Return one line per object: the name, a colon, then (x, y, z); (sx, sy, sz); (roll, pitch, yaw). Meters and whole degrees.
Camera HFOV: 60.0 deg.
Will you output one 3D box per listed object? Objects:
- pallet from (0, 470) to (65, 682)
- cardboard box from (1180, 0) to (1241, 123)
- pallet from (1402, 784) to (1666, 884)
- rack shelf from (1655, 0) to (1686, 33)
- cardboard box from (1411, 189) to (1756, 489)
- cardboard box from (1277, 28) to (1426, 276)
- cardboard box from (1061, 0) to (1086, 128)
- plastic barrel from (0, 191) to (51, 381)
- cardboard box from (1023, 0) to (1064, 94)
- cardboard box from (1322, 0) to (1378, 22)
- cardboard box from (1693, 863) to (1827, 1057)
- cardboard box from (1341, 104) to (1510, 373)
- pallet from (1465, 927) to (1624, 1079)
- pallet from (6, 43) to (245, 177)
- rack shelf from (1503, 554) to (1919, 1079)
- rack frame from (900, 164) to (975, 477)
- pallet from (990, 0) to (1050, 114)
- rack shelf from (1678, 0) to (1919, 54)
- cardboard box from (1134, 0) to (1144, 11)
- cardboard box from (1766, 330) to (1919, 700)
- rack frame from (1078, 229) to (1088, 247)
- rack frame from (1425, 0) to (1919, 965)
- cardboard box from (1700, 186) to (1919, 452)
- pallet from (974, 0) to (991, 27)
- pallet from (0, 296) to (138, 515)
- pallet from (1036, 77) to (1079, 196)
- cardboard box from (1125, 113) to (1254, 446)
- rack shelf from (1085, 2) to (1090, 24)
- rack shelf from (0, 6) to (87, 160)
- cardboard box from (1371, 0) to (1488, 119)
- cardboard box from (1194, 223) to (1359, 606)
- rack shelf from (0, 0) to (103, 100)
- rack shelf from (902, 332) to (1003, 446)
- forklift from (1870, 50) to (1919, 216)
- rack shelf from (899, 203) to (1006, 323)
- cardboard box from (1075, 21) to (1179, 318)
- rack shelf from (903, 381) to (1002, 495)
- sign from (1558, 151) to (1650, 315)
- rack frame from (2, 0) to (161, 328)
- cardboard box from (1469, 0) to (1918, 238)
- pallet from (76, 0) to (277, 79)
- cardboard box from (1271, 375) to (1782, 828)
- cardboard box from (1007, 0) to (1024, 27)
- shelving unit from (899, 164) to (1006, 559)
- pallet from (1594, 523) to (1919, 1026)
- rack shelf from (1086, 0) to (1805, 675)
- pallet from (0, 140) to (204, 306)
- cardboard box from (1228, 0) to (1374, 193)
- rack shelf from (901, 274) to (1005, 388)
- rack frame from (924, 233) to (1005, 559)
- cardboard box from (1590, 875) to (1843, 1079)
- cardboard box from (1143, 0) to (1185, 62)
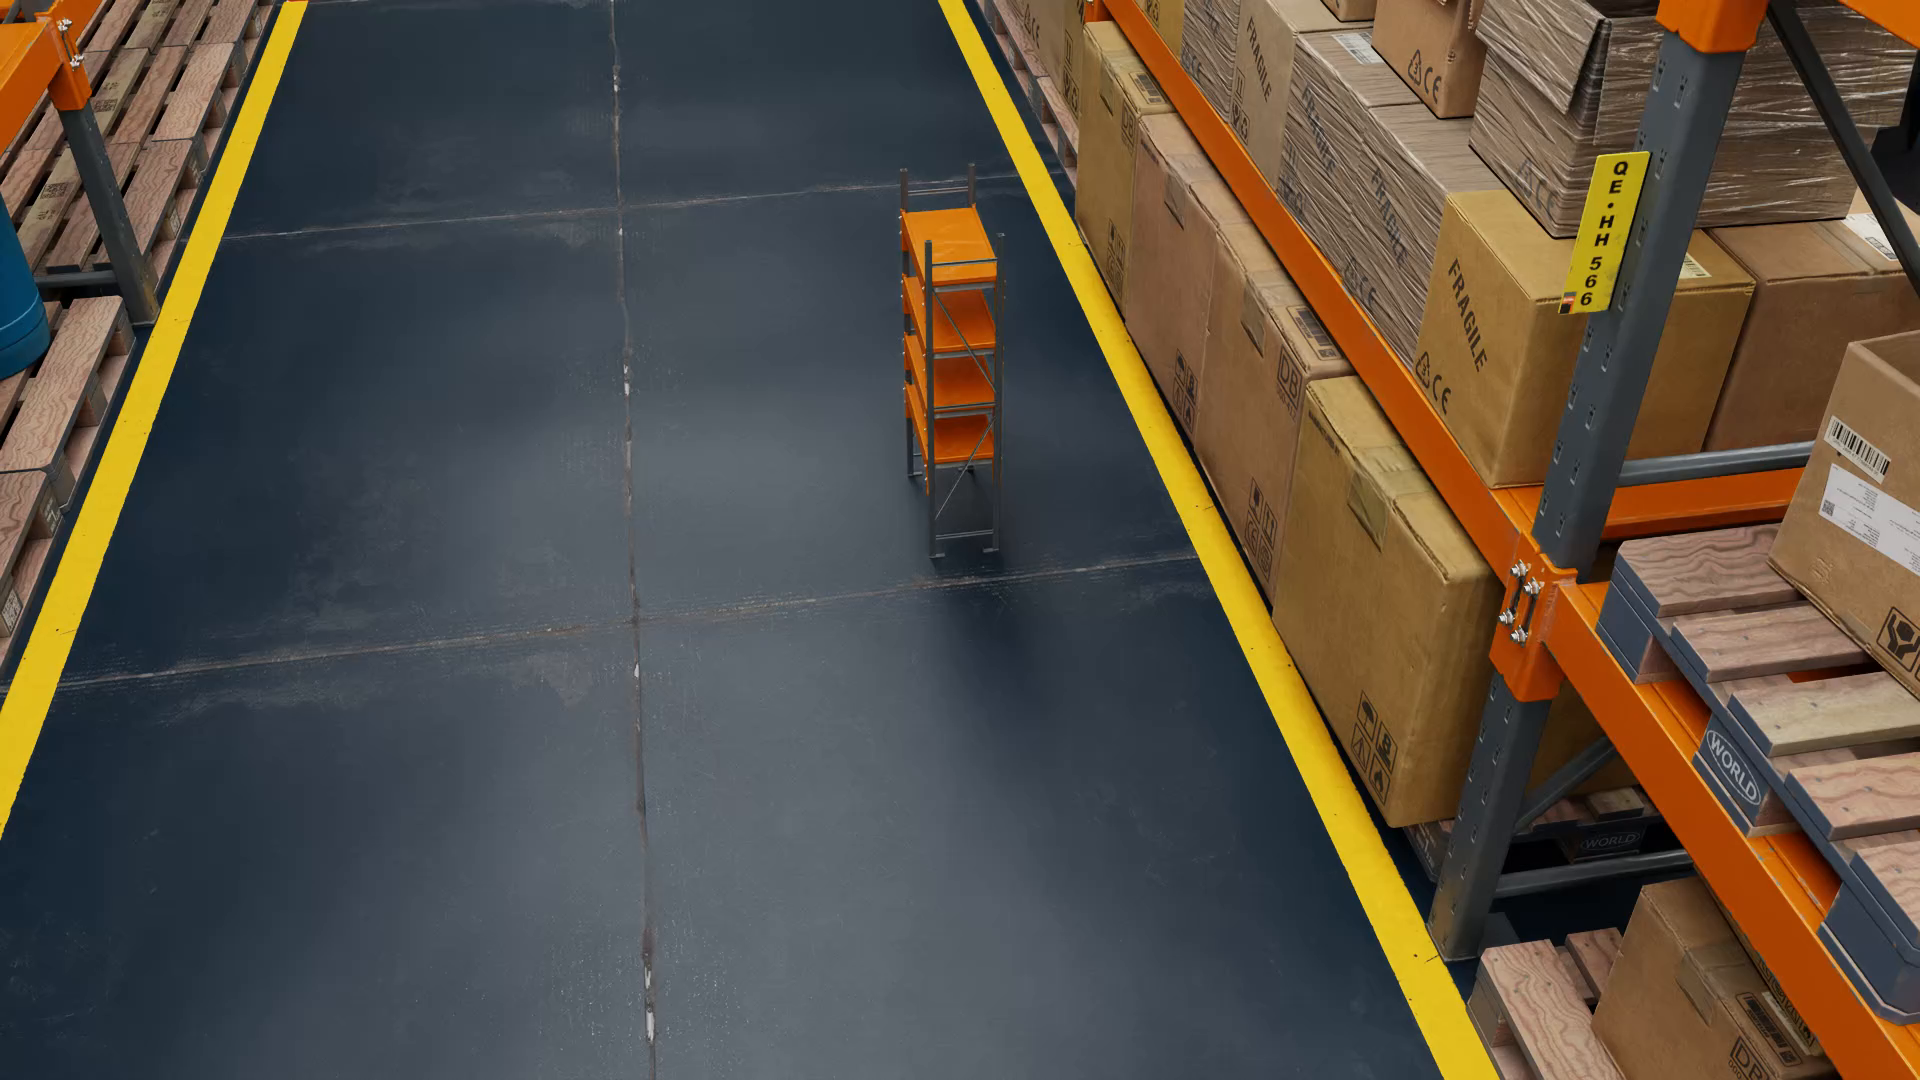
pallet: (-3.526, 0.257, 5.248); (1.003, 0.211, 1.213); (-6, 38, -8)
cardboard box: (1.050, -1.715, 5.431); (0.500, 0.500, 0.500); (-7, 38, -9)
pallet: (1.676, 0.447, 5.003); (1.003, 0.211, 1.213); (-6, 38, -8)
rack shelf: (1.389, -2.279, 4.380); (1.077, 0.370, 4.000); (-6, 38, -8)
cardboard box: (1.410, -0.481, 3.843); (0.500, 0.500, 0.500); (-5, 38, -7)
cardboard box: (1.234, -1.096, 4.635); (0.500, 0.500, 0.500); (-7, 38, -9)
cardboard box: (1.002, -2.320, 7.681); (0.875, 0.875, 0.875); (-6, 38, -8)
plastic barrel: (-3.759, -1.060, 6.038); (0.600, 0.901, 0.708); (-6, 38, -8)
cardboard box: (0.844, -2.864, 8.381); (0.875, 0.875, 0.875); (-6, 38, -8)
cardboard box: (1.392, -1.848, 4.784); (0.797, 0.503, 0.637); (-5, 38, -6)
cardboard box: (1.887, 0.748, 3.409); (0.500, 0.250, 0.500); (-5, 38, -6)
cardboard box: (1.328, -0.783, 4.231); (0.500, 0.500, 0.500); (-7, 38, -8)
pallet: (1.876, 1.403, 3.772); (1.003, 0.211, 1.213); (-6, 38, -8)
pallet: (-4.222, -2.131, 8.321); (1.003, 0.211, 1.213); (-6, 38, -8)
rack shelf: (2.091, 1.322, 2.190); (1.077, 0.370, 4.000); (-6, 38, -8)
rack frame: (-0.072, -0.721, 5.700); (0.240, 1.200, 0.015); (-6, 38, -8)
pallet: (0.765, -2.691, 9.042); (1.003, 0.211, 1.213); (-6, 38, -8)
rack shelf: (2.091, 0.137, 1.270); (1.077, 0.370, 4.000); (-6, 38, -8)
cardboard box: (0.873, -2.321, 6.211); (0.500, 0.500, 0.500); (-6, 38, -8)
cardboard box: (1.874, -0.054, 2.950); (0.500, 0.500, 0.500); (-11, 39, -14)
rack frame: (1.039, -2.586, 6.634); (1.000, 3.000, 0.127); (-6, 38, -8)
rack frame: (1.740, -0.170, 3.524); (1.000, 3.000, 0.127); (-6, 38, -8)
cardboard box: (1.923, -0.533, 3.909); (0.500, 0.500, 0.500); (-5, 38, -7)
pallet: (0.555, -3.427, 9.989); (1.003, 0.211, 1.213); (-6, 38, -8)
pallet: (-3.743, -0.482, 6.198); (1.003, 0.211, 1.213); (-6, 38, -8)
pallet: (0.982, -1.953, 8.092); (1.003, 0.211, 1.213); (-6, 38, -8)
cardboard box: (1.328, -0.989, 5.968); (1.225, 0.875, 0.875); (-7, 38, -10)
rack shelf: (0.688, -3.510, 8.410); (1.077, 0.370, 4.000); (-6, 38, -8)
rack shelf: (-3.487, -0.561, 4.614); (1.077, 0.370, 4.000); (-6, 38, -8)
cardboard box: (1.516, -1.443, 4.263); (0.797, 0.503, 0.637); (-5, 38, -7)
cardboard box: (1.491, -0.455, 5.281); (1.225, 0.875, 0.875); (-6, 38, -8)
rack shelf: (-4.188, -2.977, 7.724); (1.077, 0.370, 4.000); (-6, 38, -8)
rack shelf: (-0.029, -0.521, 5.552); (0.258, 0.148, 0.480); (-6, 38, -8)
forklift: (3.812, -2.370, 6.411); (1.130, 2.935, 3.031); (-14, 40, -17)
rack shelf: (-0.029, -0.884, 5.270); (0.258, 0.148, 0.480); (-6, 38, -8)
cardboard box: (1.171, -1.529, 6.662); (1.225, 0.875, 0.875); (-6, 38, -8)
rack shelf: (-0.029, -0.364, 5.674); (0.258, 0.148, 0.480); (-6, 38, -8)
sign: (1.194, -0.566, 3.090); (0.100, 0.325, 0.005); (-6, 38, -8)
rack frame: (-3.838, -2.054, 5.948); (1.000, 3.000, 0.127); (-6, 38, -8)
cardboard box: (1.628, -1.049, 3.756); (0.797, 0.503, 0.637); (-5, 38, -6)
pallet: (-4.432, -2.866, 9.267); (1.003, 0.211, 1.213); (-6, 38, -8)
cardboard box: (1.640, 0.084, 4.587); (1.225, 0.875, 0.875); (-8, 39, -10)
cardboard box: (0.688, -3.401, 9.073); (0.875, 0.875, 0.875); (-6, 38, -8)
shelving unit: (-0.029, -0.574, 5.511); (0.258, 1.200, 0.503); (-6, 38, -8)
pallet: (1.970, 0.324, 3.044); (1.213, 0.211, 1.003); (-6, 38, -8)
rack shelf: (1.389, -1.094, 5.300); (1.077, 0.370, 4.000); (-6, 38, -8)
pallet: (-4.005, -1.392, 7.370); (1.003, 0.211, 1.213); (-6, 38, -8)
cardboard box: (1.145, -1.404, 5.030); (0.500, 0.500, 0.500); (-6, 38, -7)
rack shelf: (-0.029, -0.697, 5.415); (0.258, 0.148, 0.480); (-6, 38, -8)
rack frame: (0.014, -0.426, 5.321); (0.240, 1.200, 0.015); (-6, 38, -8)
cardboard box: (1.877, 1.046, 3.638); (0.700, 0.500, 0.500); (-8, 39, -10)
cardboard box: (0.962, -2.017, 5.820); (0.500, 0.500, 0.500); (-6, 38, -8)
